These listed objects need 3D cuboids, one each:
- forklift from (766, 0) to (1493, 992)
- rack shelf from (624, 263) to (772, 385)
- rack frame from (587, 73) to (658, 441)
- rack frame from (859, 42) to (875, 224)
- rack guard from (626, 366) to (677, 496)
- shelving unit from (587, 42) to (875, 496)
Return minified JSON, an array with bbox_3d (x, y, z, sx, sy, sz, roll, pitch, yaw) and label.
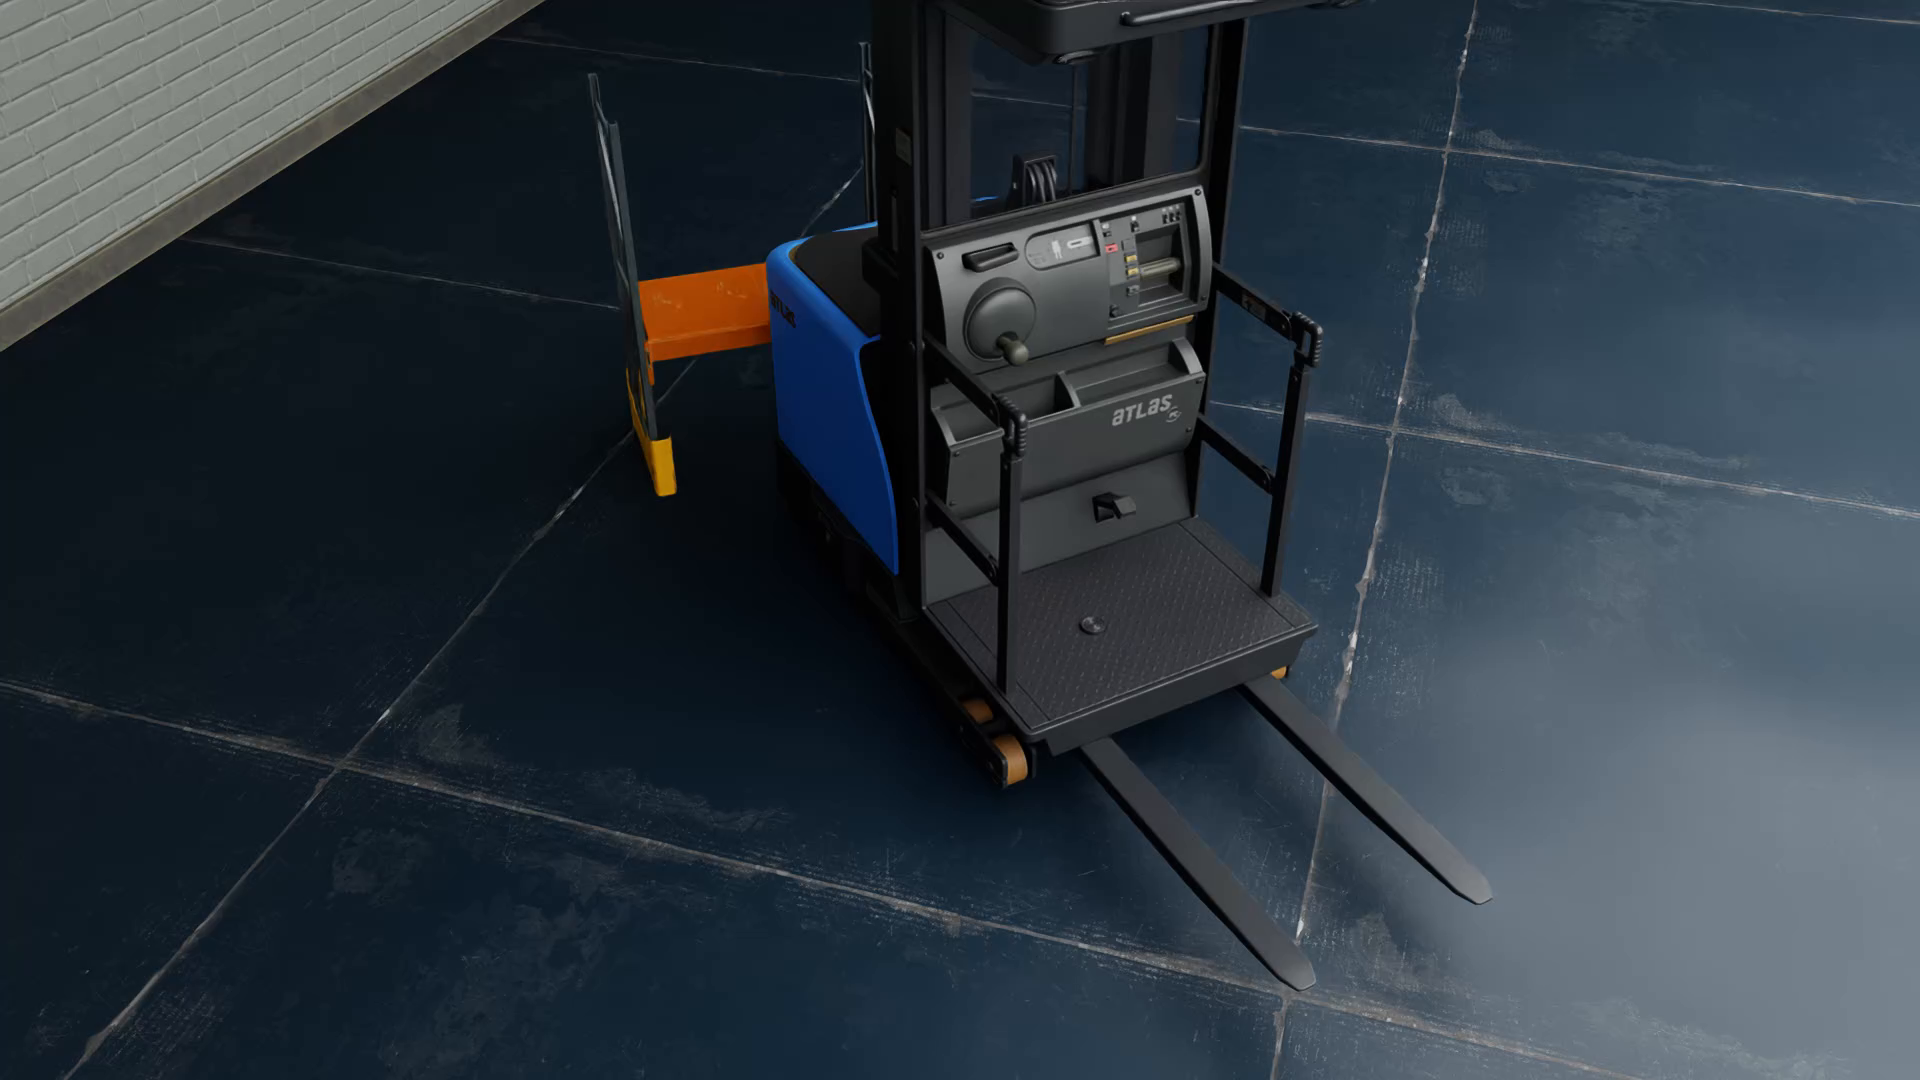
[{"bbox_3d":[0.446,-0.719,4.754,1.130,2.935,3.031,-18,40,-23],"label":"forklift"},{"bbox_3d":[-0.771,-0.893,6.501,1.000,0.185,0.538,-11,38,-15],"label":"rack shelf"},{"bbox_3d":[-1.253,-0.942,6.265,0.032,1.500,0.500,-11,38,-15],"label":"rack frame"},{"bbox_3d":[-0.289,-1.133,6.524,0.032,1.500,0.500,-11,38,-15],"label":"rack frame"},{"bbox_3d":[-1.235,-0.442,6.640,0.087,0.250,0.587,-11,38,-15],"label":"rack guard"},{"bbox_3d":[-0.762,-1.039,6.397,1.083,1.500,0.587,-11,38,-15],"label":"shelving unit"}]
